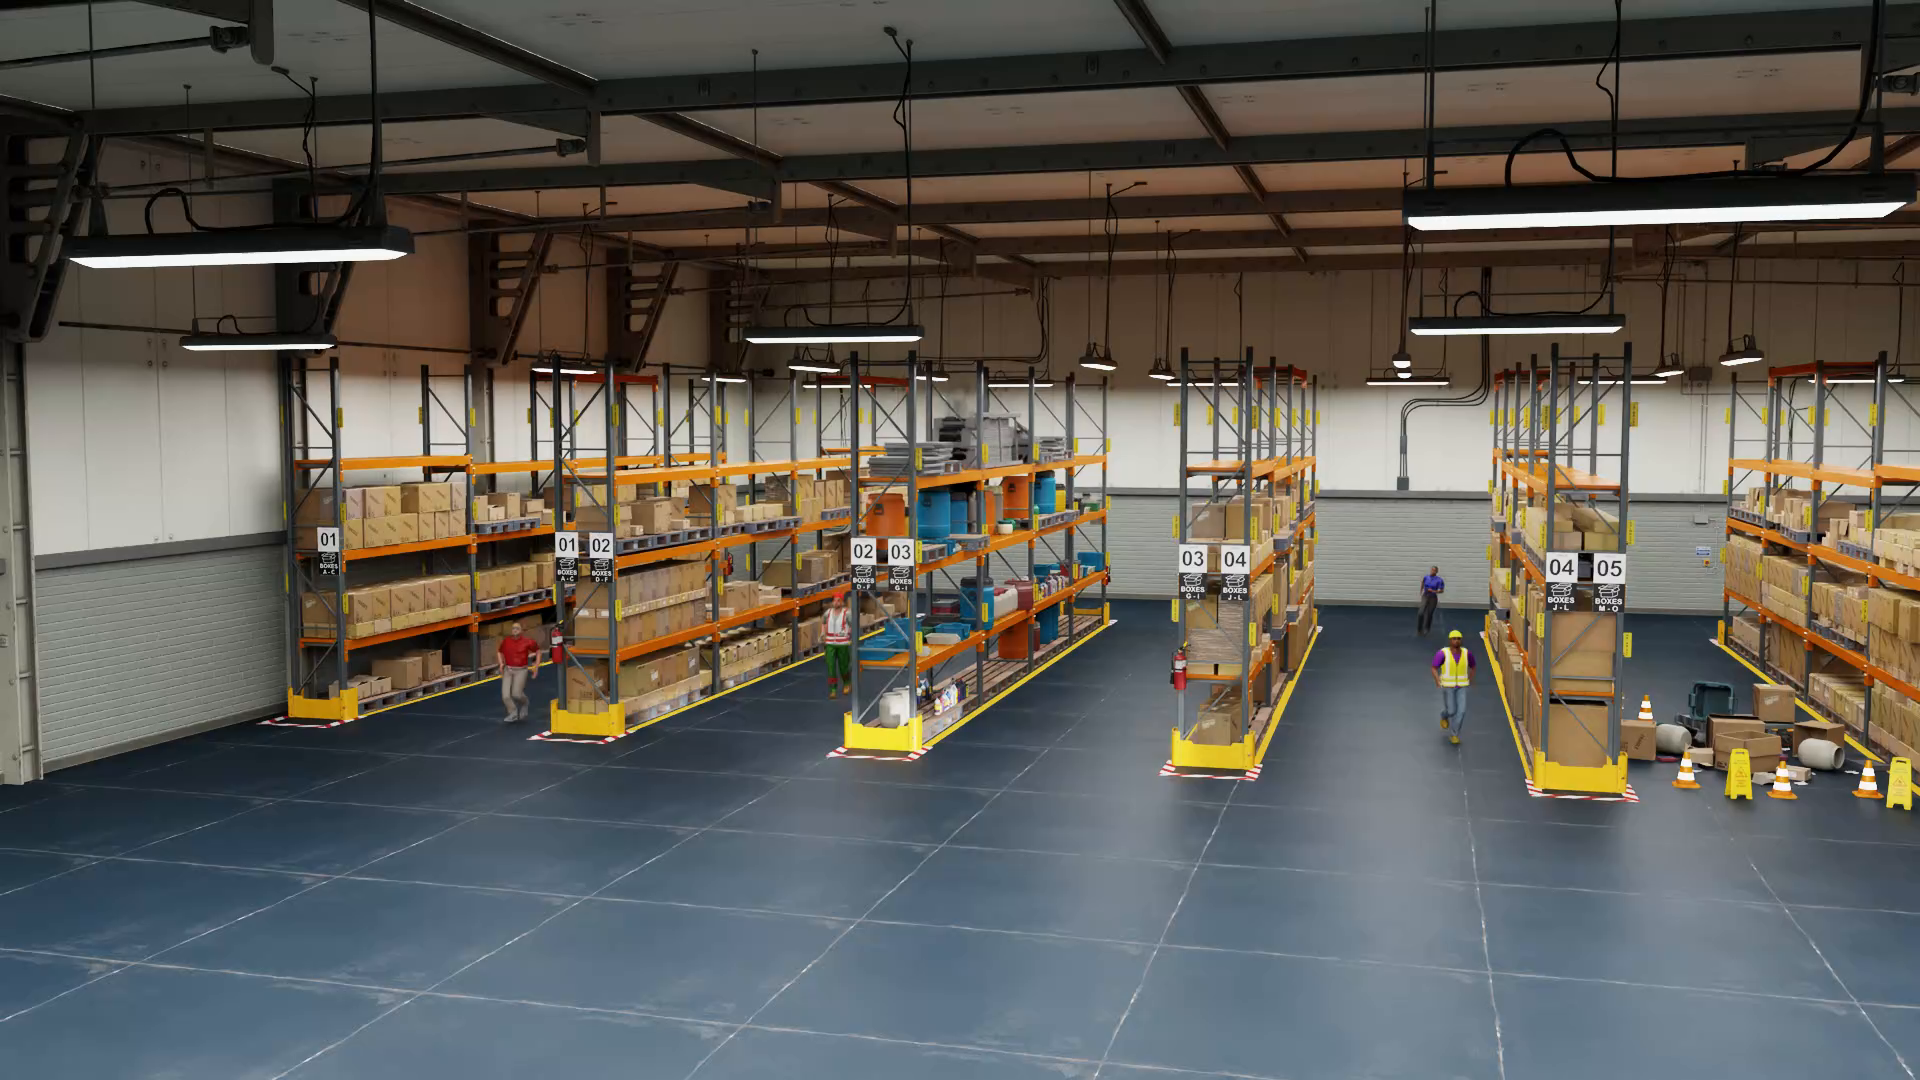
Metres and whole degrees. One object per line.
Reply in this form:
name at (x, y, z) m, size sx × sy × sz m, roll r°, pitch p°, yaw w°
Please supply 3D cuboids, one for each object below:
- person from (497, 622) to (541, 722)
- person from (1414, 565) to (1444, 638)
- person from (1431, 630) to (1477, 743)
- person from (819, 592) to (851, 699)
person at (-7.250, 2.163, 27.194) m, size 0.708 × 1.654 × 0.542 m, roll 1°, pitch 4°, yaw 9°
person at (10.778, 1.422, 38.059) m, size 0.637 × 1.708 × 0.678 m, roll 2°, pitch 5°, yaw 30°
person at (7.665, 2.255, 25.772) m, size 0.701 × 1.726 × 0.661 m, roll 0°, pitch 4°, yaw 4°
person at (-2.066, 1.773, 28.028) m, size 0.668 × 1.773 × 0.798 m, roll 1°, pitch 4°, yaw 10°
